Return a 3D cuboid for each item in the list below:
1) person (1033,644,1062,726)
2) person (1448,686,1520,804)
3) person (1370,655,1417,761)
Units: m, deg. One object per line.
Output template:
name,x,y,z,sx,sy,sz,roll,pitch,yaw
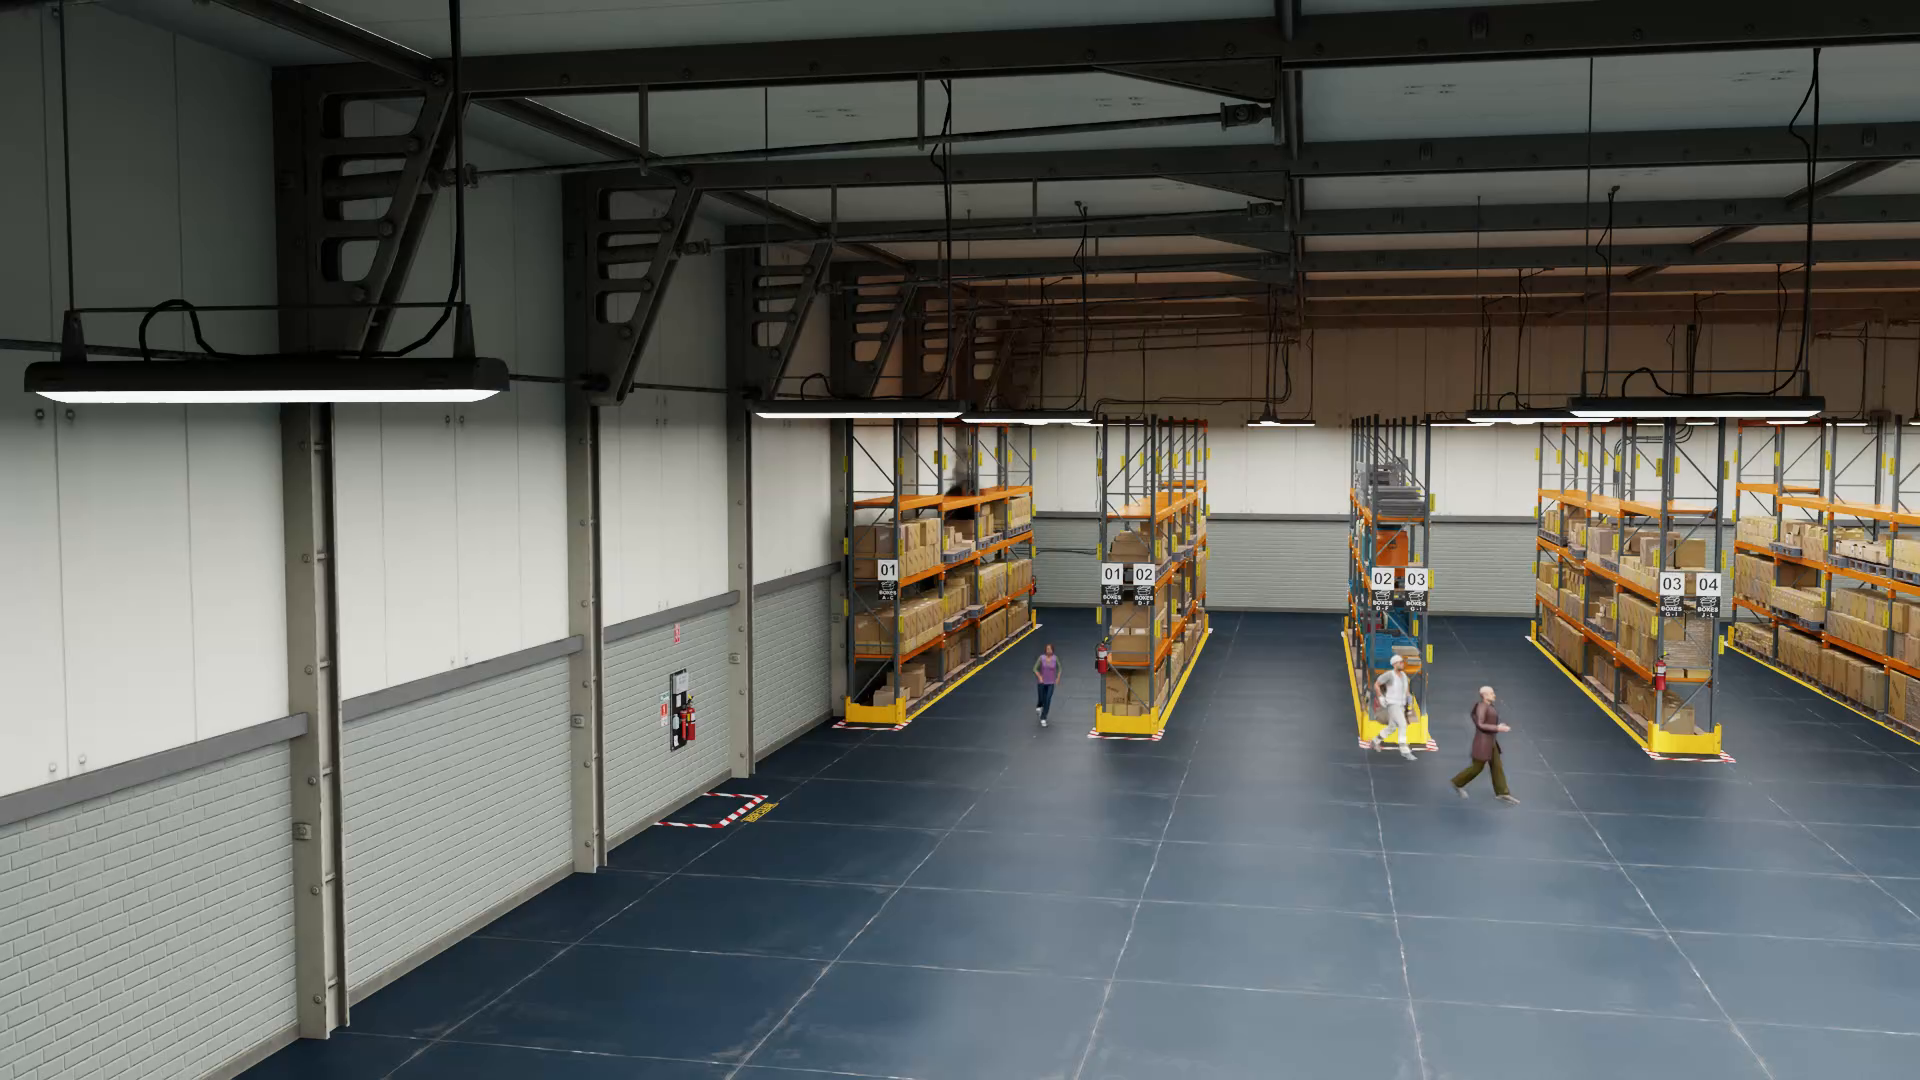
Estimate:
person,1.704,2.799,32.418,0.571,1.584,0.660,0,4,-3
person,8.005,3.118,25.398,1.059,1.784,0.699,2,5,32
person,7.616,2.895,29.014,0.671,1.769,0.956,-3,5,-42
